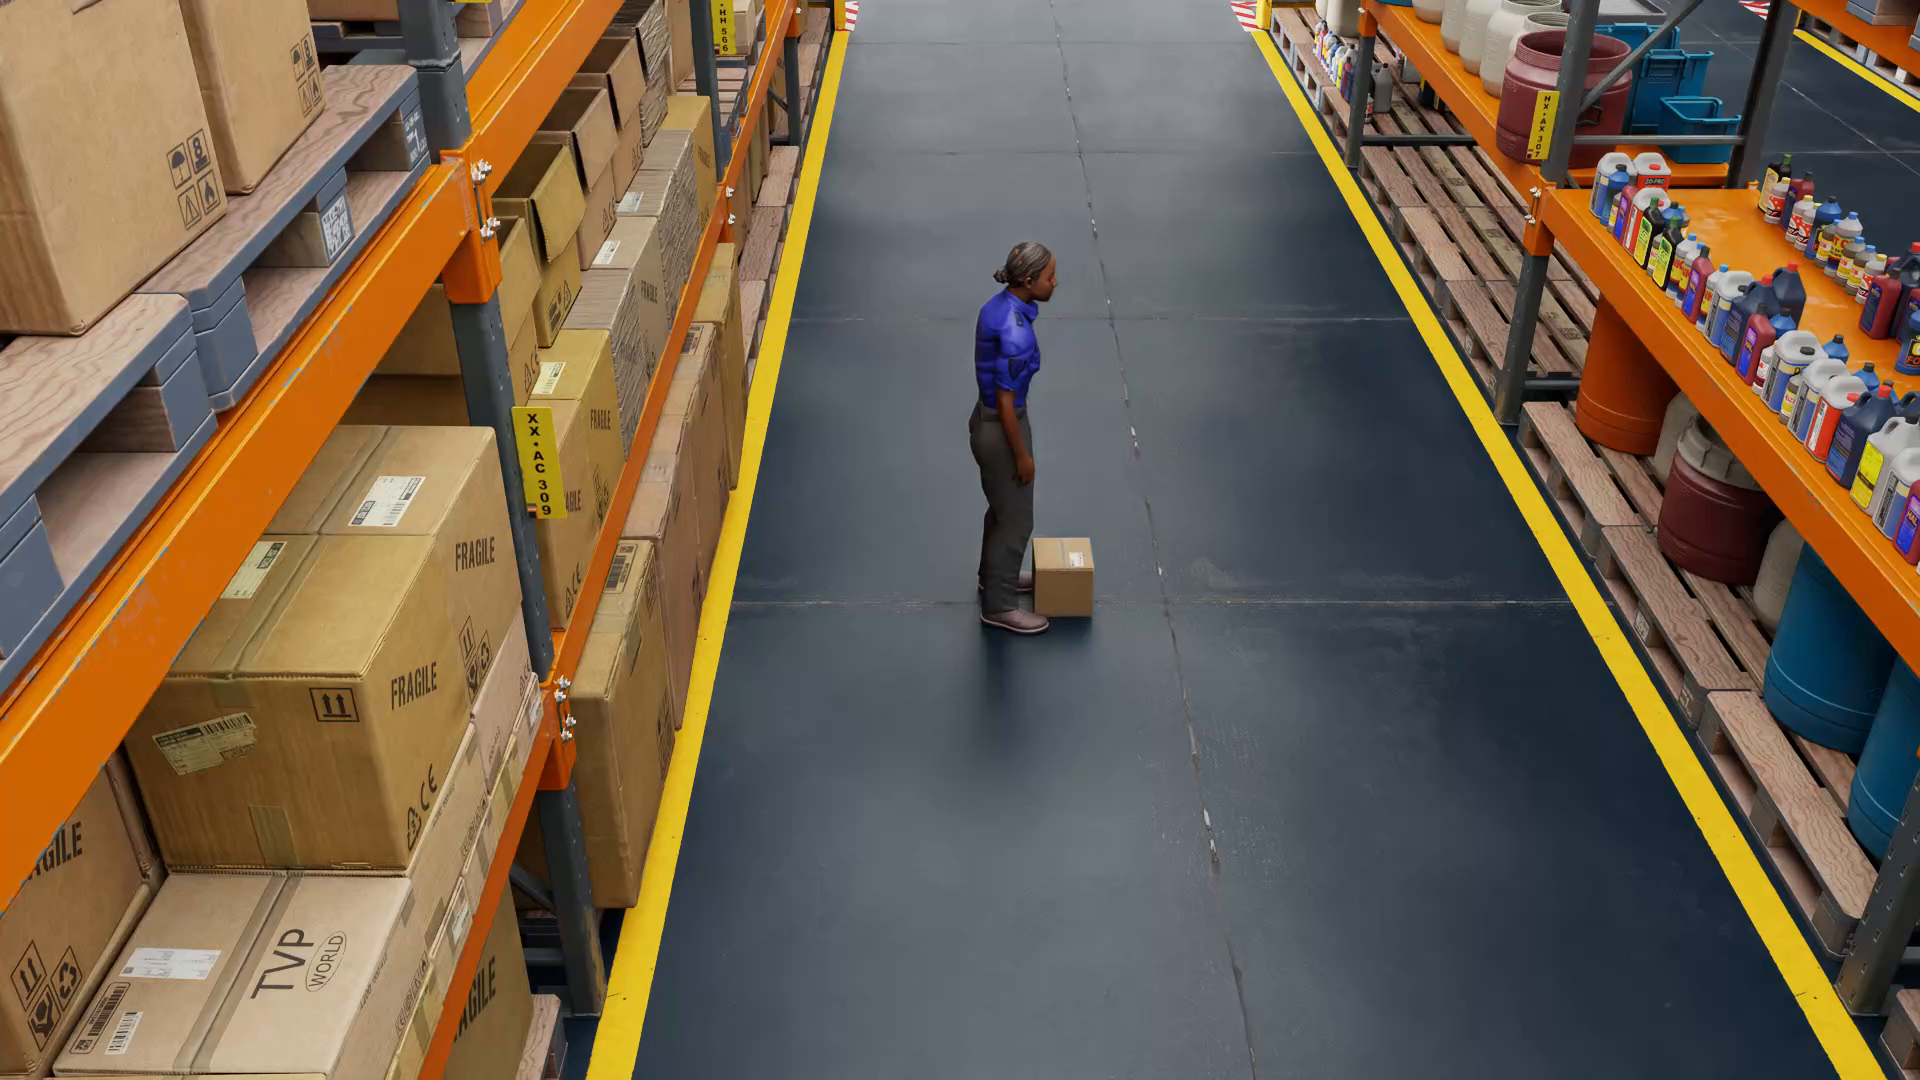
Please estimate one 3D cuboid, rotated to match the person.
[{"bbox_3d":[0.212,-0.434,6.842,0.348,1.655,0.527,-1,32,-1],"label":"person"}]
